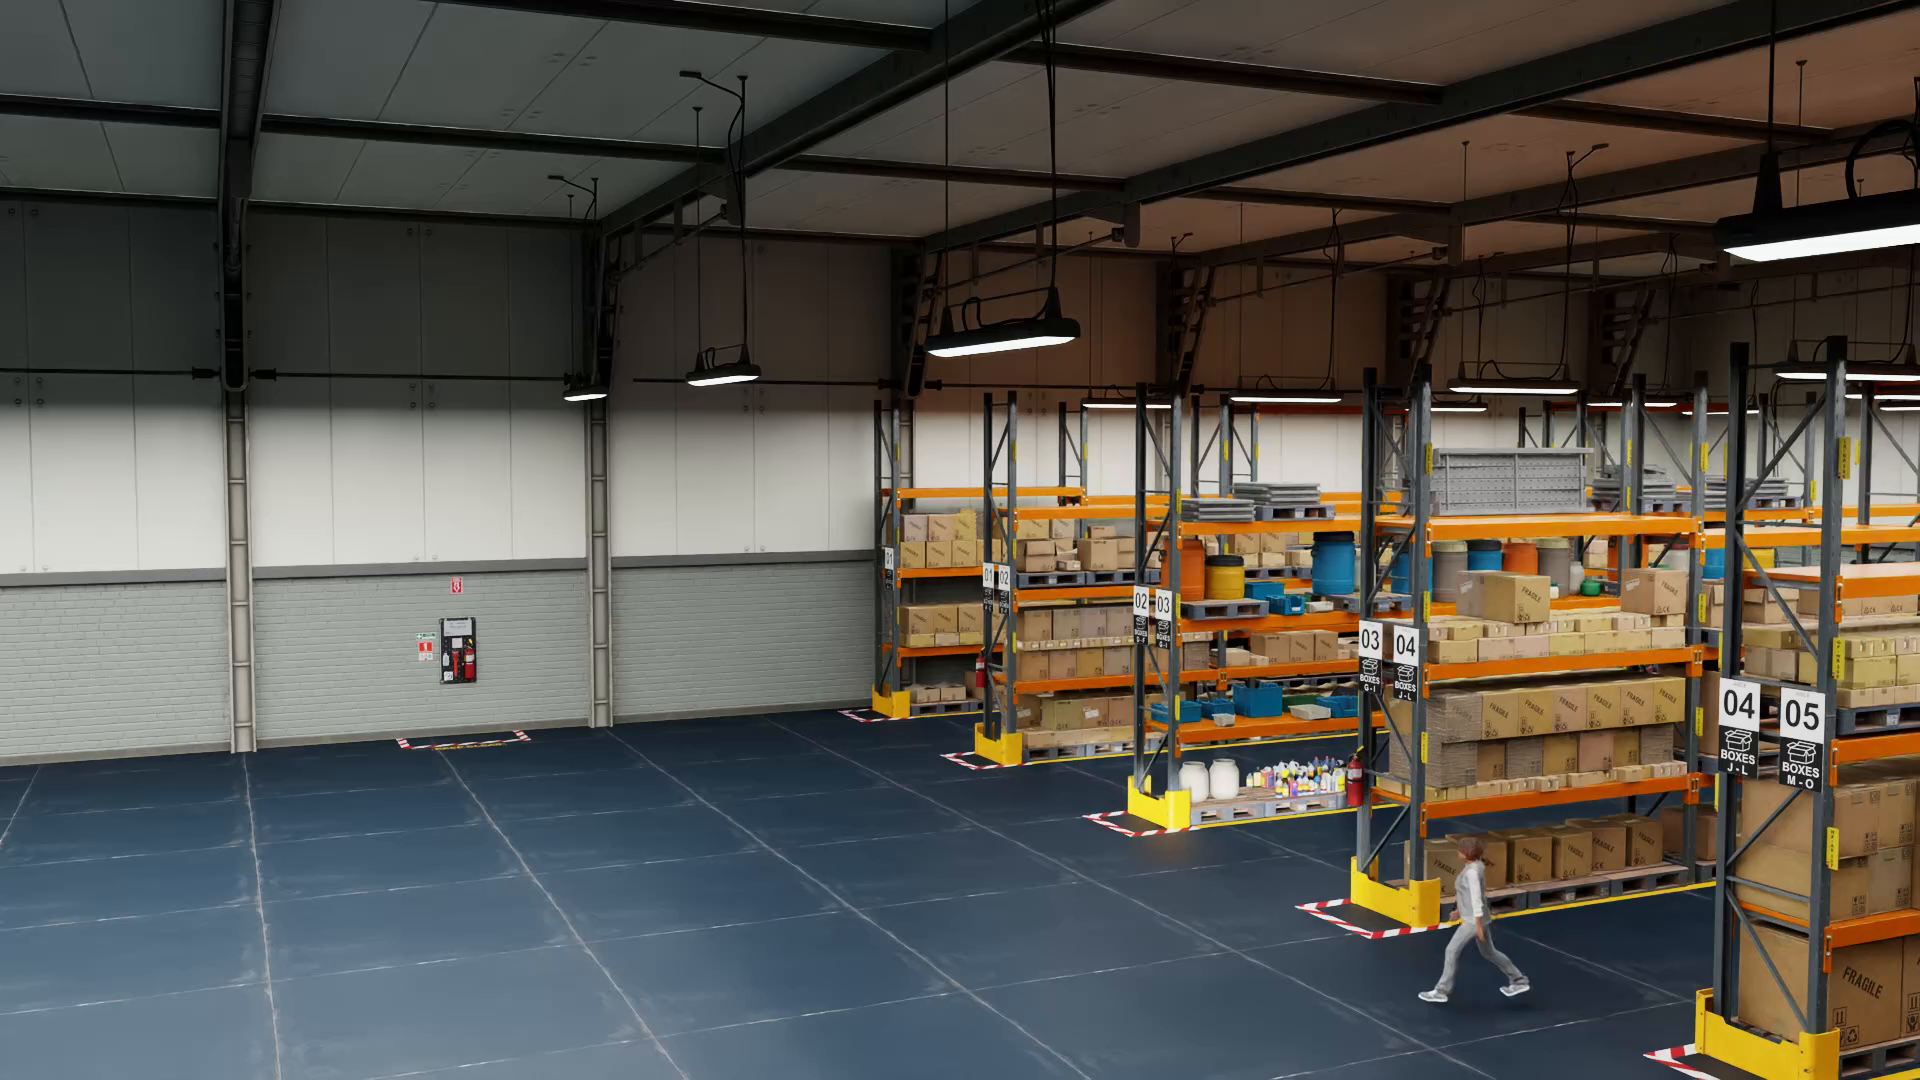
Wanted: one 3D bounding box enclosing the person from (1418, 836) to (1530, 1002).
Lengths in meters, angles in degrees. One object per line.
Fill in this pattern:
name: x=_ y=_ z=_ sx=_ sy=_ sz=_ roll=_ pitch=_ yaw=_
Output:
person: x=4.739 y=3.480 z=15.293 sx=1.007 sy=1.535 sz=0.481 roll=1 pitch=3 yaw=11
